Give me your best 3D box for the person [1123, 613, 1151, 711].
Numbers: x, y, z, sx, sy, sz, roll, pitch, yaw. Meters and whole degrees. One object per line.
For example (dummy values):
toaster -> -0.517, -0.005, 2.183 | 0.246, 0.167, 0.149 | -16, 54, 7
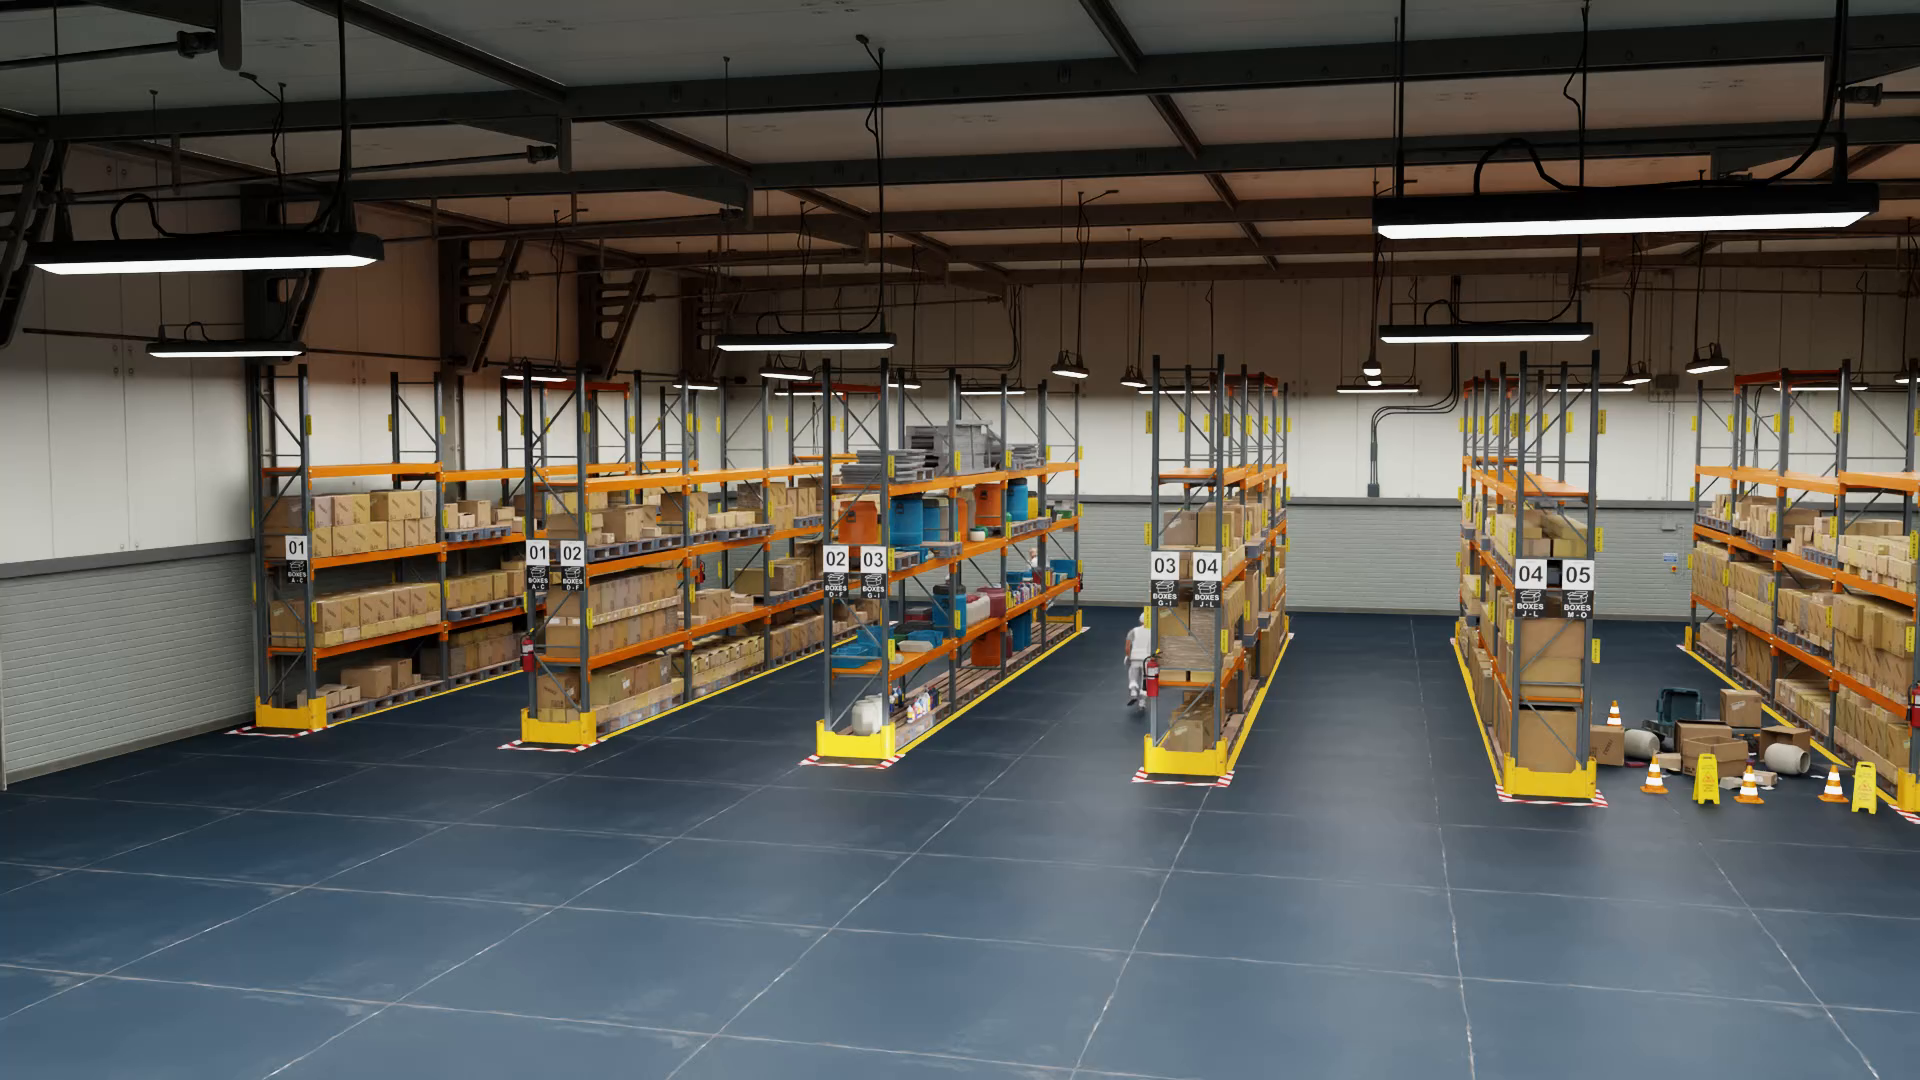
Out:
person -> 3.216, 2.140, 29.425 | 0.647, 1.683, 0.795 | 1, 4, 14

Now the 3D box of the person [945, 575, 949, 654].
person -> -0.249, 1.615, 36.456 | 0.596, 1.705, 1.069 | 1, 4, 18

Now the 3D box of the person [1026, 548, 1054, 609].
person -> 1.993, 1.073, 44.231 | 1.079, 1.736, 0.532 | -1, 4, -13
